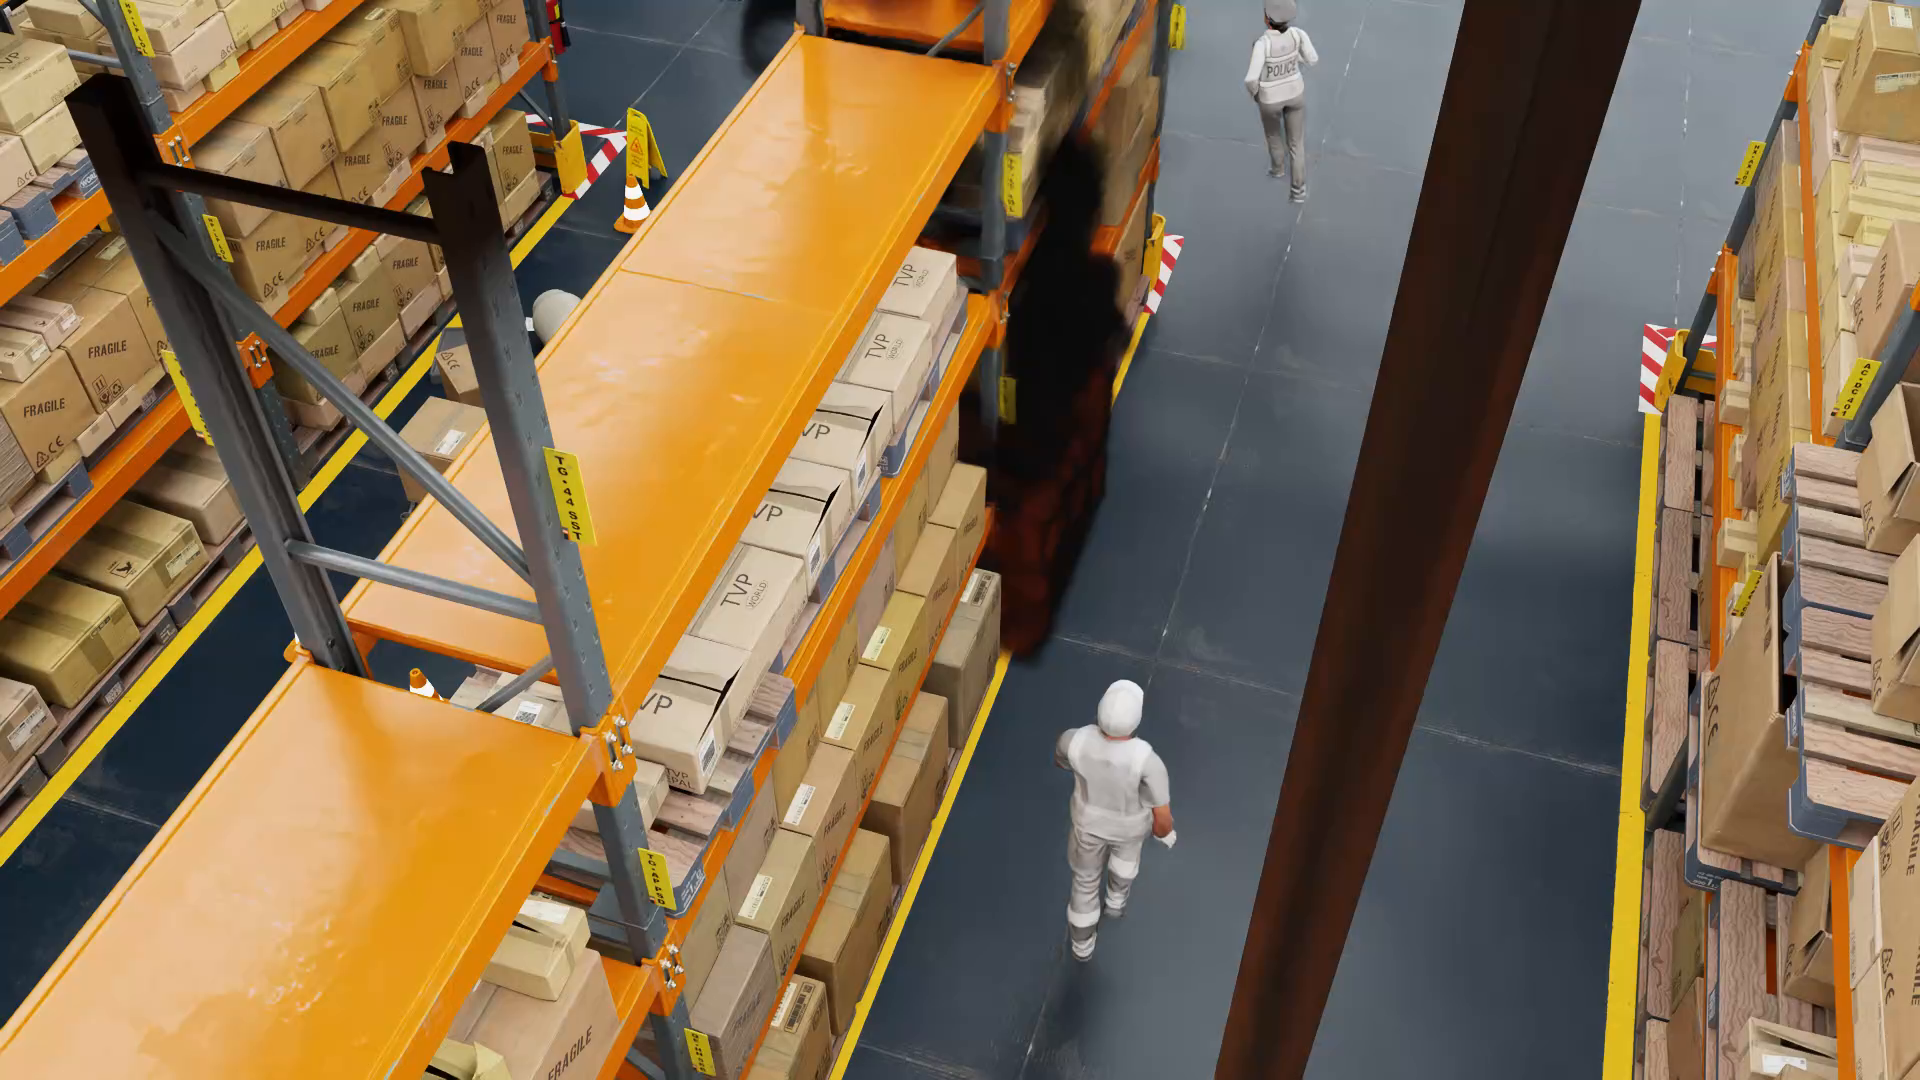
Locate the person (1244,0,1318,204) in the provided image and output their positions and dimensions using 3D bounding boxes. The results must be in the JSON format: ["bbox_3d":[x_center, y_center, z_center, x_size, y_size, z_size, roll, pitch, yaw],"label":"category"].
[{"bbox_3d":[2.427,-3.395,12.885,0.621,1.722,0.757,-4,46,-4],"label":"person"}]

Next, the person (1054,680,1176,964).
[{"bbox_3d":[0.762,1.342,8.199,0.649,1.834,0.771,11,47,11],"label":"person"}]
